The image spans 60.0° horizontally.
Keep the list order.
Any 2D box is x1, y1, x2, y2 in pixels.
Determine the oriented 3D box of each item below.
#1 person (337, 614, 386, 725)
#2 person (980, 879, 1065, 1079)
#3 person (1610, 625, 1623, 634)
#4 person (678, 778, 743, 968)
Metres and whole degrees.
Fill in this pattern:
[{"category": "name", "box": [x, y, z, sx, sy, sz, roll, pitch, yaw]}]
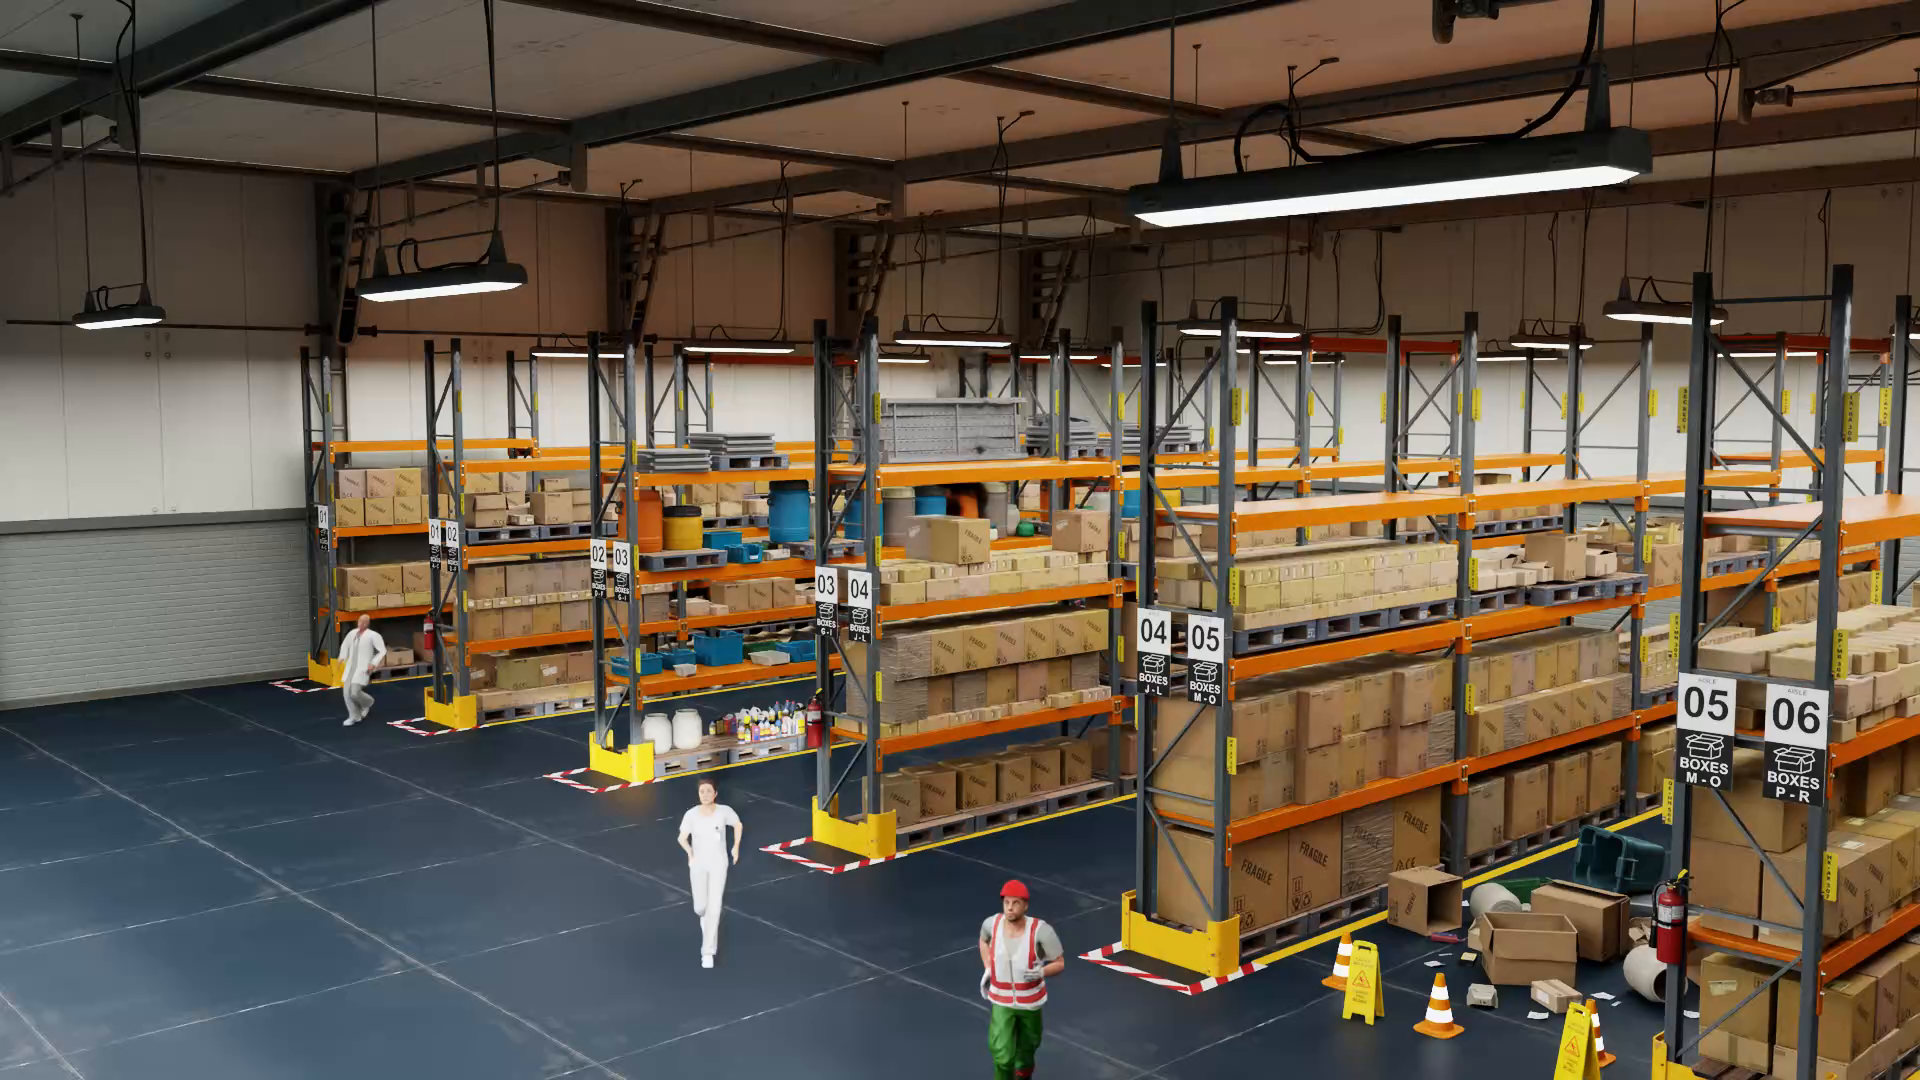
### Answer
[{"category": "person", "box": [-9.372, 2.022, 26.068, 0.779, 1.728, 0.594, 1, 5, 15]}, {"category": "person", "box": [0.423, 3.263, 11.601, 0.619, 1.850, 0.801, 1, 5, 6]}, {"category": "person", "box": [9.791, 2.129, 24.732, 0.894, 1.746, 0.643, -4, 6, -37]}, {"category": "person", "box": [-2.294, 3.002, 15.270, 0.584, 1.623, 0.970, 0, 5, -4]}]
